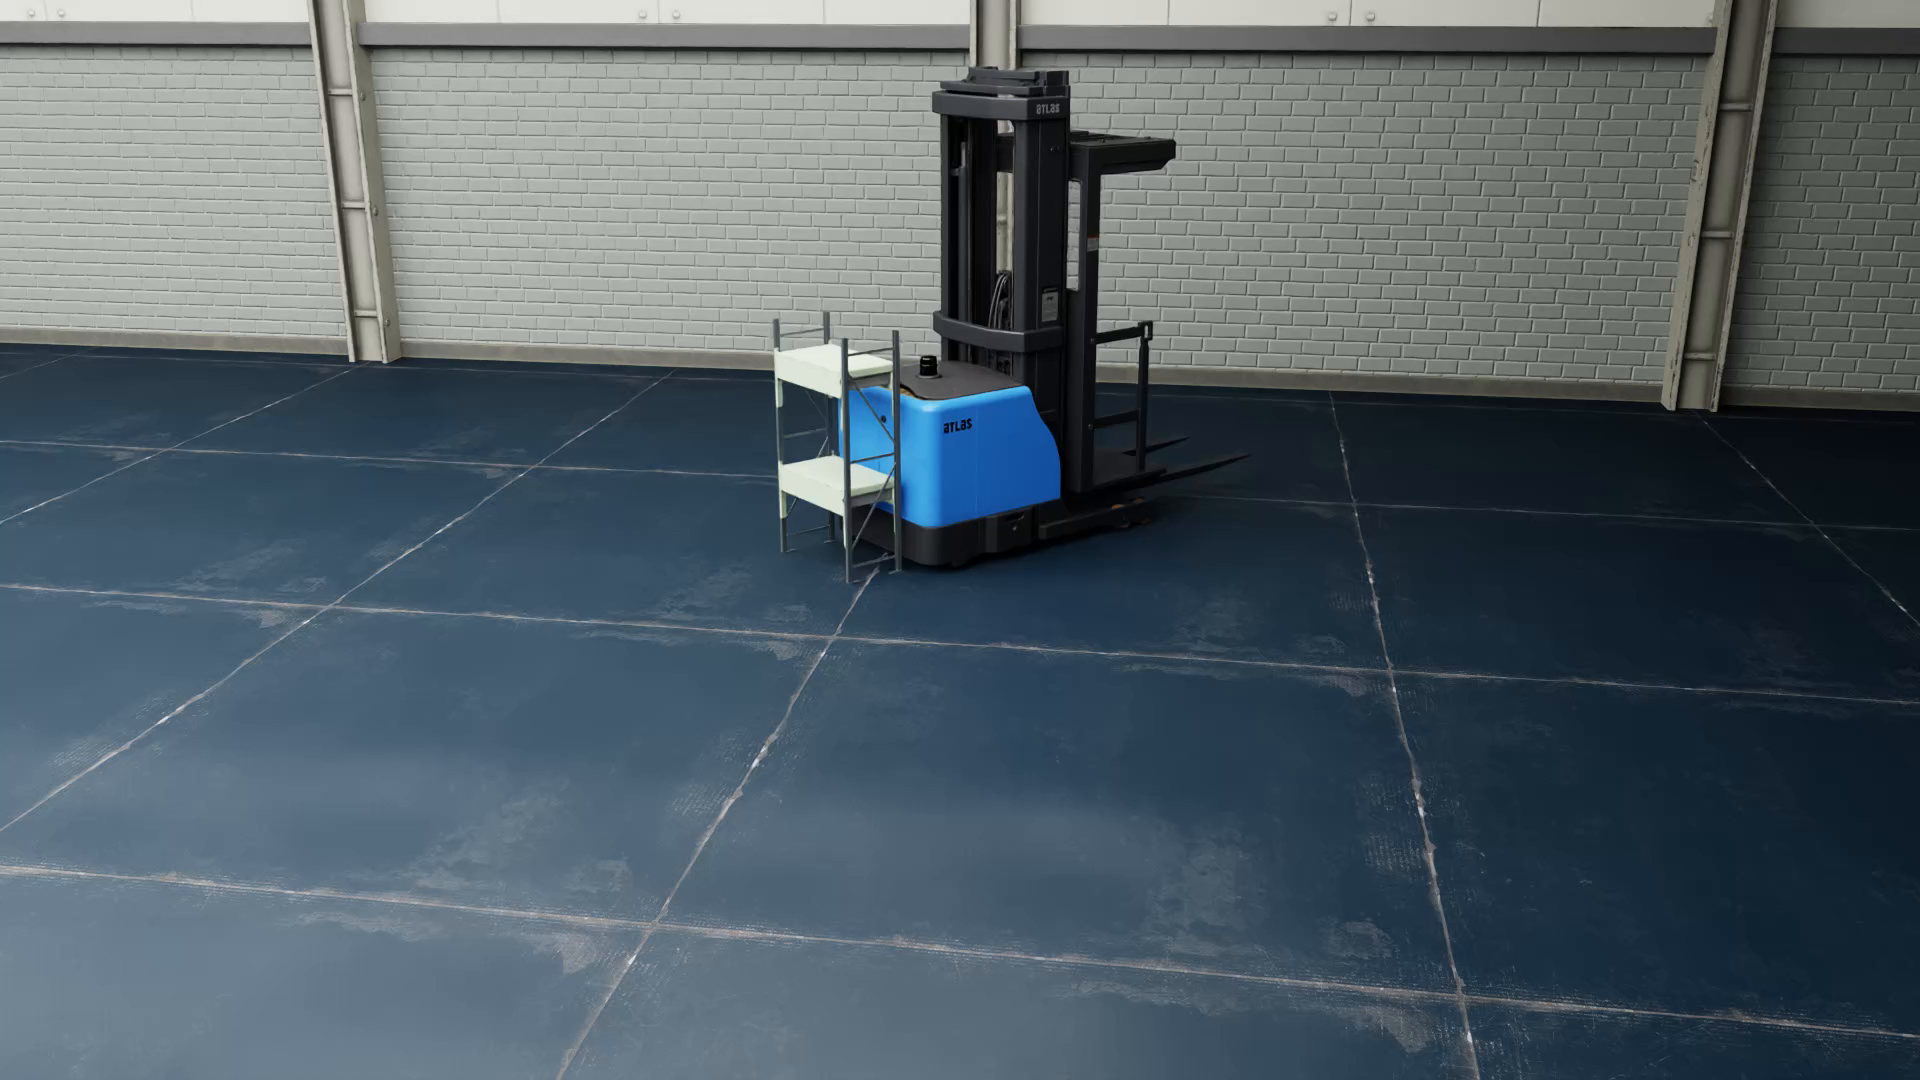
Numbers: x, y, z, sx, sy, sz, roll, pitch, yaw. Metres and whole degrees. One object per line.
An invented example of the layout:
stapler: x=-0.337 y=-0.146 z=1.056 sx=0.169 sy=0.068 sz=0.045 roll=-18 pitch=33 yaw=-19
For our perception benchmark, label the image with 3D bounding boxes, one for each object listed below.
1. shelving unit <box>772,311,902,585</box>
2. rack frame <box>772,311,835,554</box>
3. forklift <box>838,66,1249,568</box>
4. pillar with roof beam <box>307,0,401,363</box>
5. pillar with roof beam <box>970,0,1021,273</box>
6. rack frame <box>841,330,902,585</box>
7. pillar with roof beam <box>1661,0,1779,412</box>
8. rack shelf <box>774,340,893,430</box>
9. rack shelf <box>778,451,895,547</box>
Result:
shelving unit: x=-0.747 y=-0.573 z=10.153 sx=0.431 sy=1.500 sz=0.755 roll=-14 pitch=23 yaw=-36
rack frame: x=-0.973 y=-0.665 z=10.426 sx=0.400 sy=1.500 sz=0.023 roll=-14 pitch=23 yaw=-36
forklift: x=0.682 y=-1.579 z=10.904 sx=3.031 sy=2.935 sz=1.130 roll=-14 pitch=23 yaw=-36
pillar with roof beam: x=-6.305 y=-4.662 z=10.556 sx=0.400 sy=9.000 sz=9.100 roll=3 pitch=19 yaw=9
pillar with roof beam: x=-0.381 y=-4.360 z=9.653 sx=0.400 sy=9.000 sz=9.100 roll=3 pitch=19 yaw=9
rack frame: x=-0.521 y=-0.482 z=9.880 sx=0.400 sy=1.500 sz=0.023 roll=-14 pitch=23 yaw=-36
pillar with roof beam: x=5.543 y=-4.058 z=8.751 sx=0.400 sy=9.000 sz=9.100 roll=3 pitch=19 yaw=9
rack shelf: x=-0.747 y=-0.944 z=10.030 sx=0.431 sy=0.370 sz=0.720 roll=-14 pitch=23 yaw=-36
rack shelf: x=-0.747 y=-0.264 z=10.257 sx=0.431 sy=0.370 sz=0.720 roll=-14 pitch=23 yaw=-36
